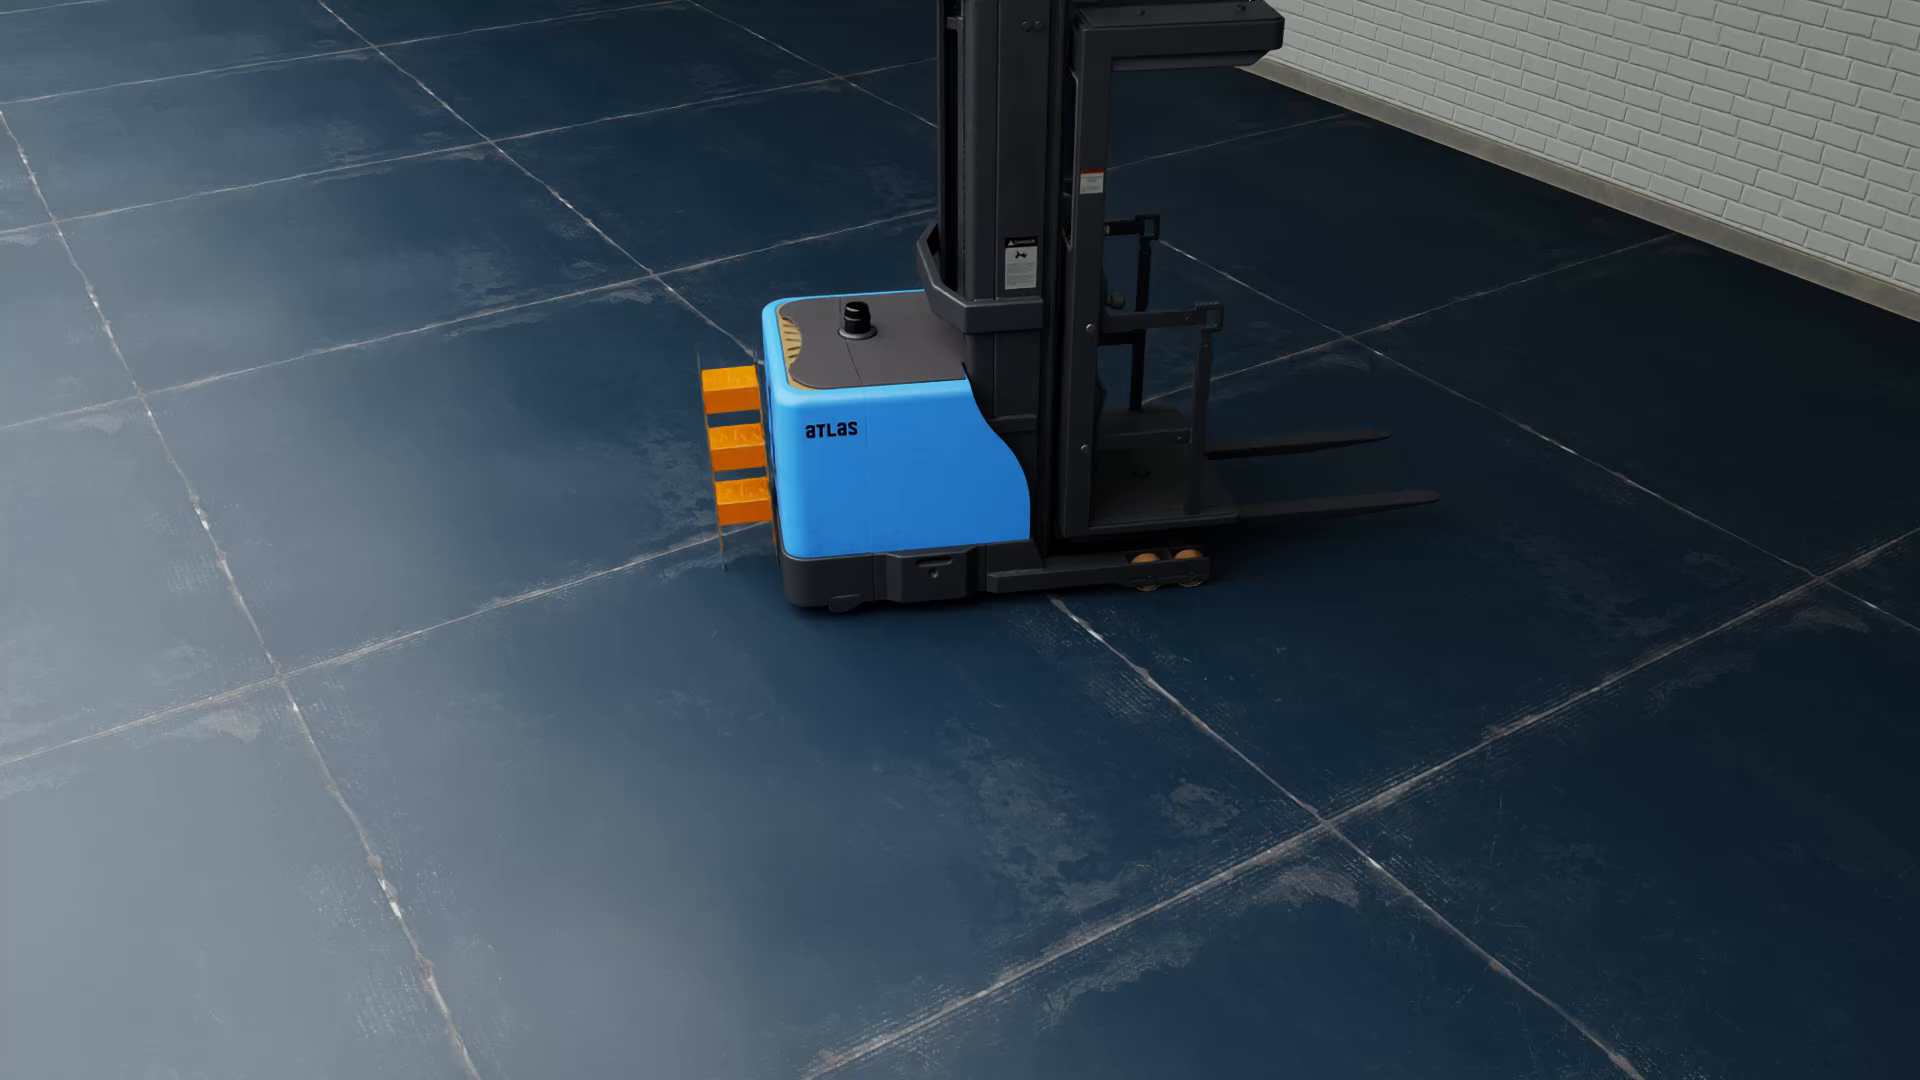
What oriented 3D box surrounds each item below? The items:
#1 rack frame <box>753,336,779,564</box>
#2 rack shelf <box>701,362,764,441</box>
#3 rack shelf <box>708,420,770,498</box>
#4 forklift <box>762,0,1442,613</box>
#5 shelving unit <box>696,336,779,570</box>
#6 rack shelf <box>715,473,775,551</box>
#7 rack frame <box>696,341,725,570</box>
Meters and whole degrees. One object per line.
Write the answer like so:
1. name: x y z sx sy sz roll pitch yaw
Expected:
1. rack frame: -0.858 -0.385 7.363 0.008 1.050 0.200 -6 33 -7
2. rack shelf: -0.986 -0.601 7.201 0.240 0.259 0.215 -6 33 -7
3. rack shelf: -0.978 -0.362 7.354 0.240 0.259 0.215 -6 33 -7
4. forklift: 0.666 -1.287 7.043 3.031 2.935 1.130 -5 33 -8
5. shelving unit: -0.979 -0.371 7.348 0.252 1.050 0.215 -6 33 -7
6. rack shelf: -0.971 -0.128 7.503 0.240 0.259 0.215 -6 33 -7
7. rack frame: -1.099 -0.358 7.333 0.008 1.050 0.200 -6 33 -7
